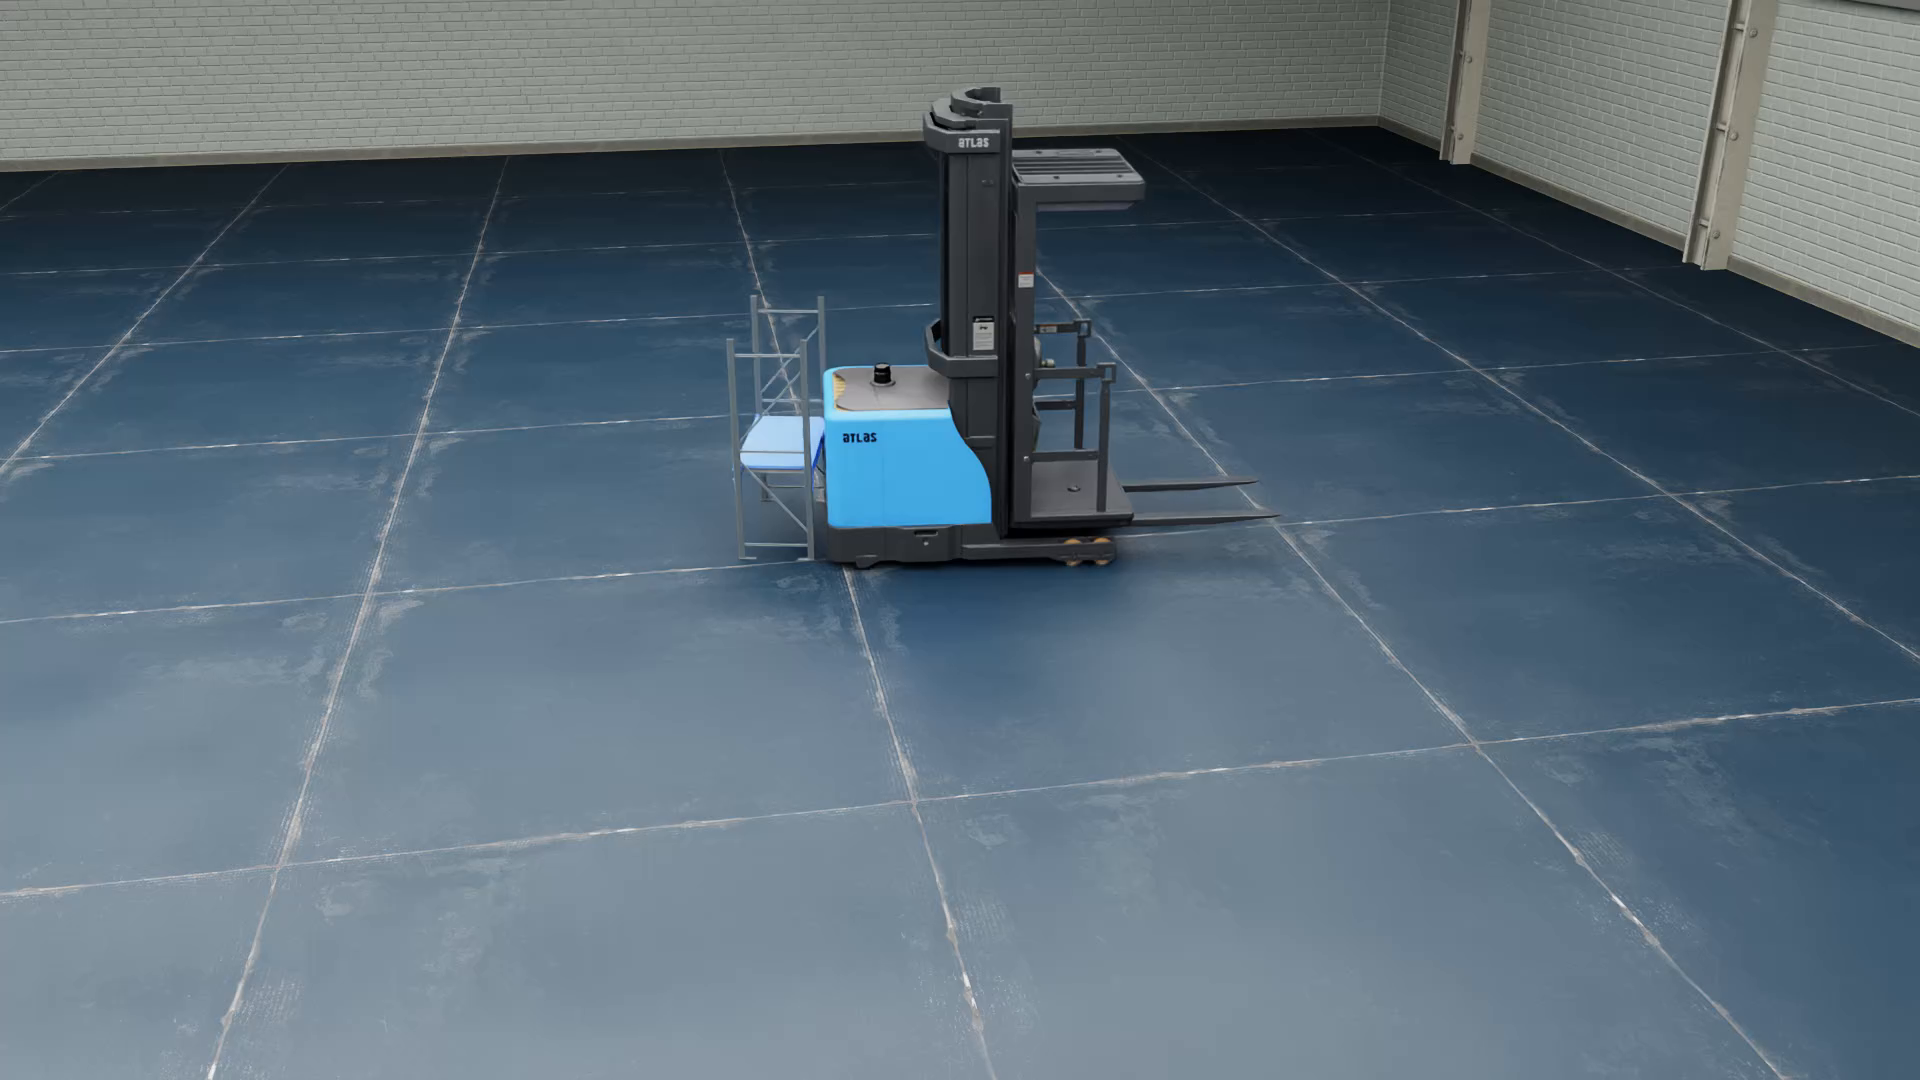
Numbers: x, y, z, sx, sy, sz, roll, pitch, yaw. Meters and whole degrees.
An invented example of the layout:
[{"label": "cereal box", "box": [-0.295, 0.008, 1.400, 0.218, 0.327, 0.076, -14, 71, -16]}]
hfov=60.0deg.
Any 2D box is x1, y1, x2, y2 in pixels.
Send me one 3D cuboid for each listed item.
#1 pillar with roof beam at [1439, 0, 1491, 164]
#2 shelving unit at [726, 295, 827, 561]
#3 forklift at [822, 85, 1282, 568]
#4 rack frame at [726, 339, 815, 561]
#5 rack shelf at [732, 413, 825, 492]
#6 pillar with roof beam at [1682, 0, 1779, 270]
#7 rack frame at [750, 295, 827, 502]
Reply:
[{"label": "pillar with roof beam", "box": [2.773, -9.159, 20.978, 9.100, 9.000, 0.400, -4, 24, -10]}, {"label": "shelving unit", "box": [-1.189, -0.764, 11.125, 0.538, 1.500, 1.048, 1, 24, 2]}, {"label": "forklift", "box": [0.608, -1.389, 10.769, 3.031, 2.935, 1.130, -2, 24, -5]}, {"label": "rack frame", "box": [-1.206, -0.560, 10.659, 0.500, 1.500, 0.032, 1, 24, 2]}, {"label": "rack shelf", "box": [-1.189, -0.599, 11.197, 0.538, 0.185, 1.000, 1, 24, 2]}, {"label": "pillar with roof beam", "box": [3.883, -6.799, 15.575, 9.100, 9.000, 0.400, -4, 24, -10]}, {"label": "rack frame", "box": [-1.173, -0.967, 11.591, 0.500, 1.500, 0.032, 1, 24, 2]}]
